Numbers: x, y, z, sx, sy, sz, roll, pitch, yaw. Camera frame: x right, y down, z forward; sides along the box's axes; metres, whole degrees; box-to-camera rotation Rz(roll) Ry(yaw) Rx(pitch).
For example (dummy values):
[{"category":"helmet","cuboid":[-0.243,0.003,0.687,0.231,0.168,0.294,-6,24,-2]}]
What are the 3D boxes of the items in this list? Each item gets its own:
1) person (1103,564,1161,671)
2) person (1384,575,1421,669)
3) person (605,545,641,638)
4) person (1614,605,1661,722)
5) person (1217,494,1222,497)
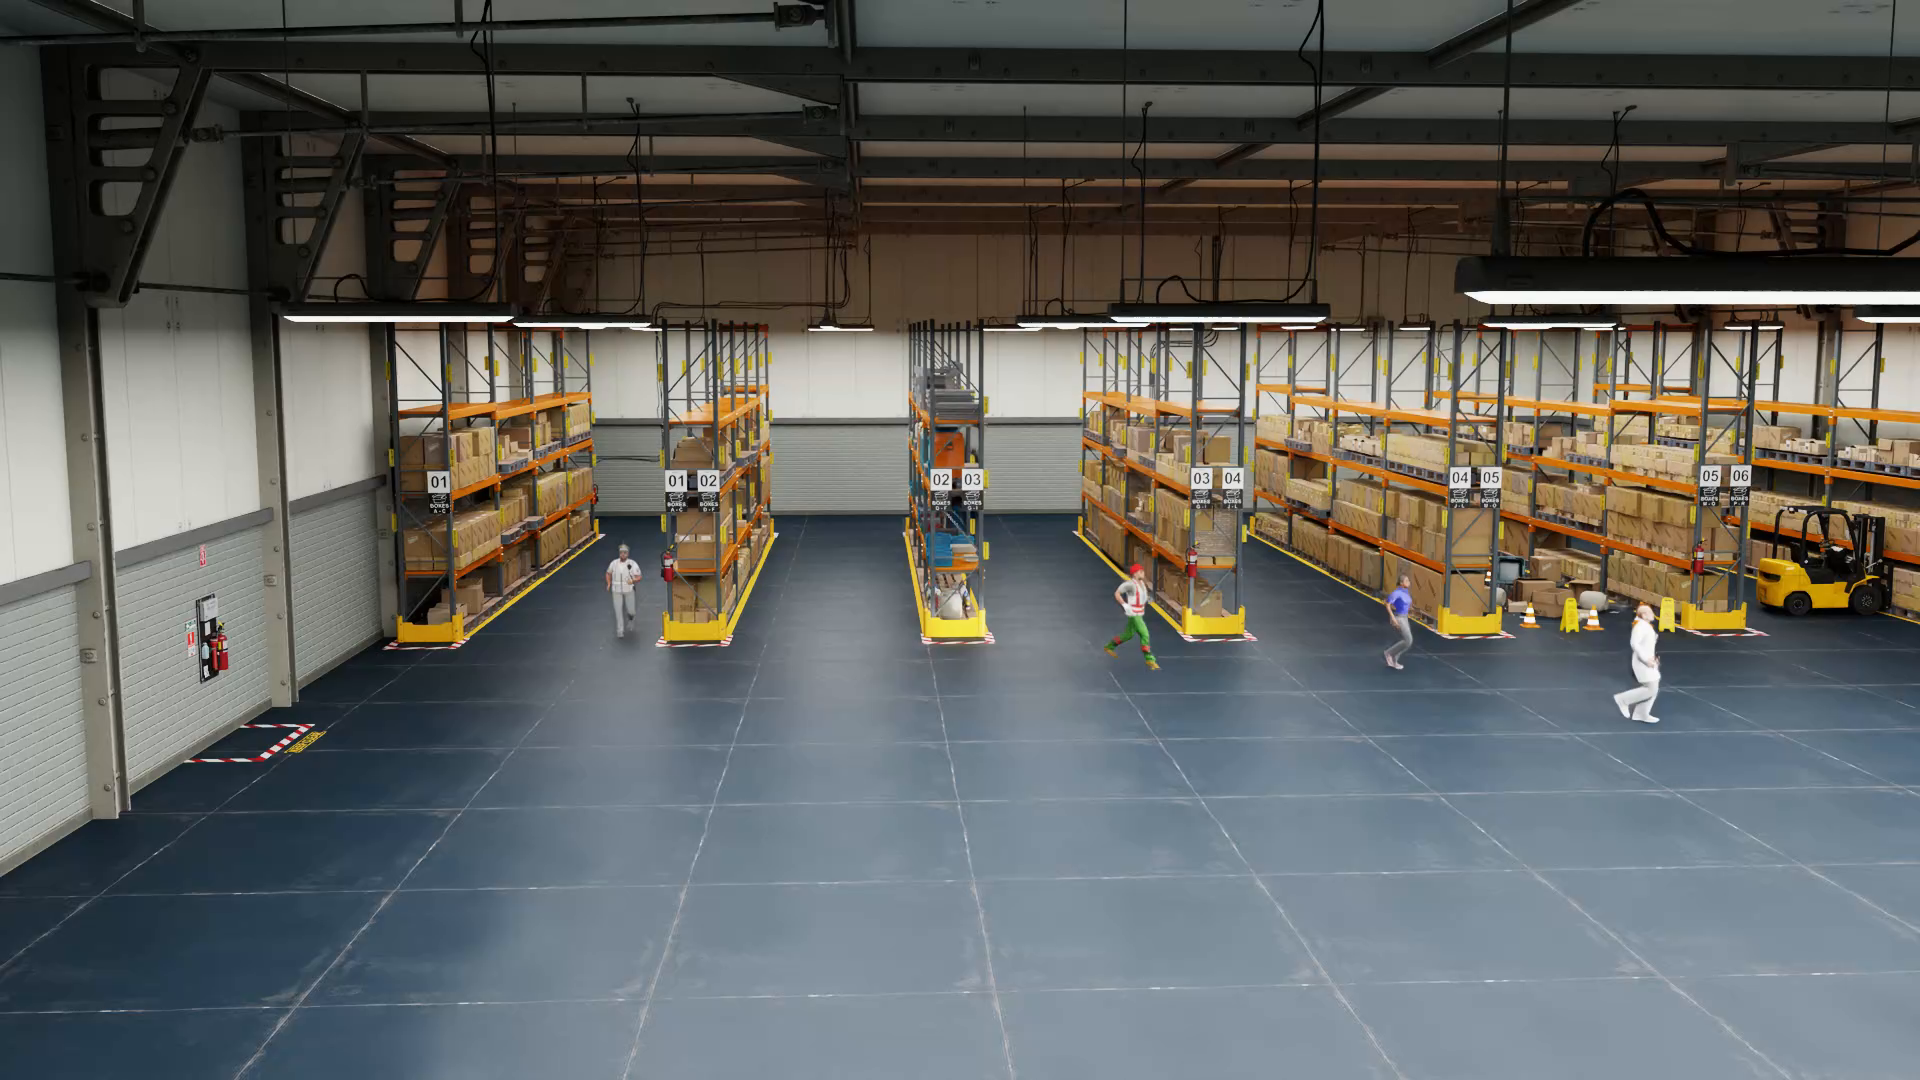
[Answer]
[{"category":"person","cuboid":[2.994,1.307,28.686,1.101,1.817,0.621,3,8,24]},{"category":"person","cuboid":[7.608,1.404,28.546,0.544,1.624,0.587,4,8,32]},{"category":"person","cuboid":[-6.416,0.961,31.654,0.689,1.743,0.781,-1,7,-6]},{"category":"person","cuboid":[10.063,1.829,24.642,0.630,1.743,0.703,3,8,25]},{"category":"person","cuboid":[7.603,-1.147,48.482,0.935,1.792,0.767,-4,8,-32]}]
